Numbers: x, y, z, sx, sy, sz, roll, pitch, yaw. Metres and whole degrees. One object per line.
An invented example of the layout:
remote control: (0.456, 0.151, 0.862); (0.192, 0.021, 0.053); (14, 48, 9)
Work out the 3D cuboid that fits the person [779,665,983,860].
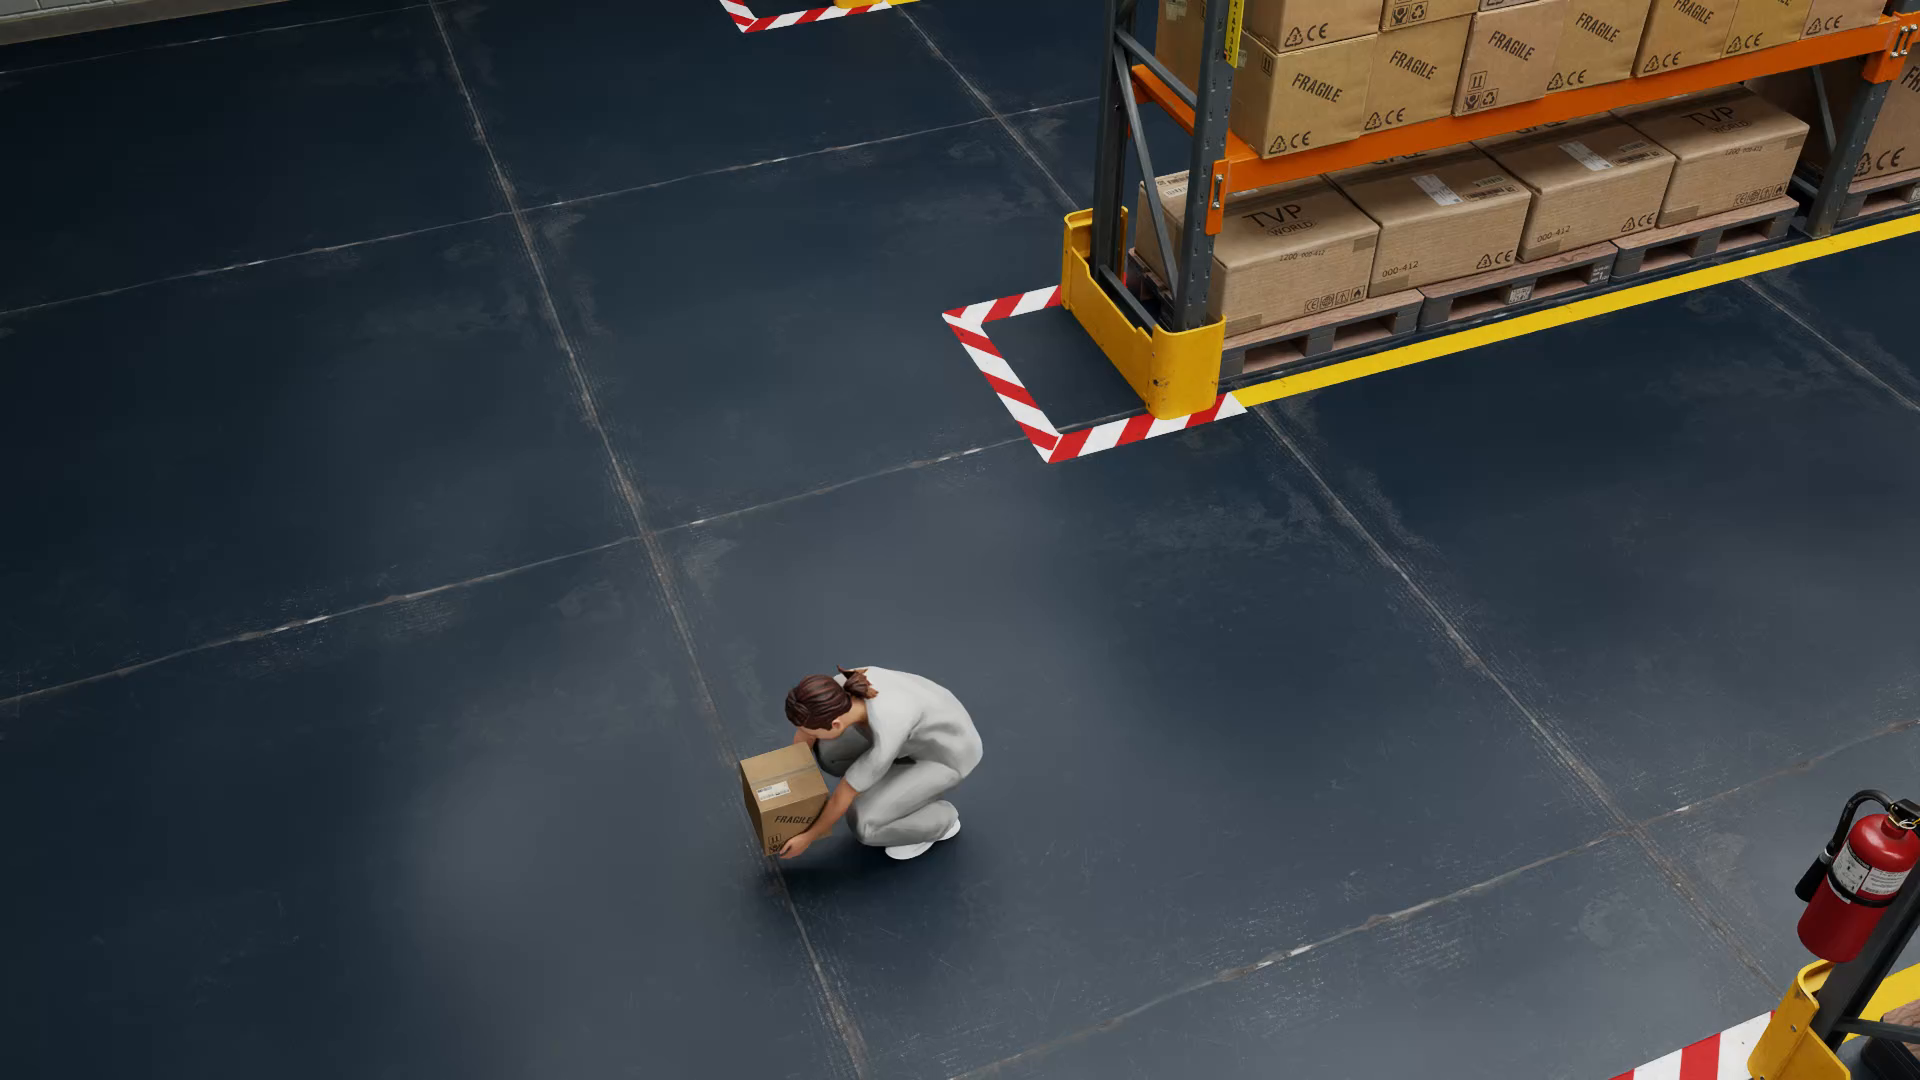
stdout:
person: (-0.313, 0.740, 5.897); (0.806, 0.936, 0.479); (-16, 44, -17)
